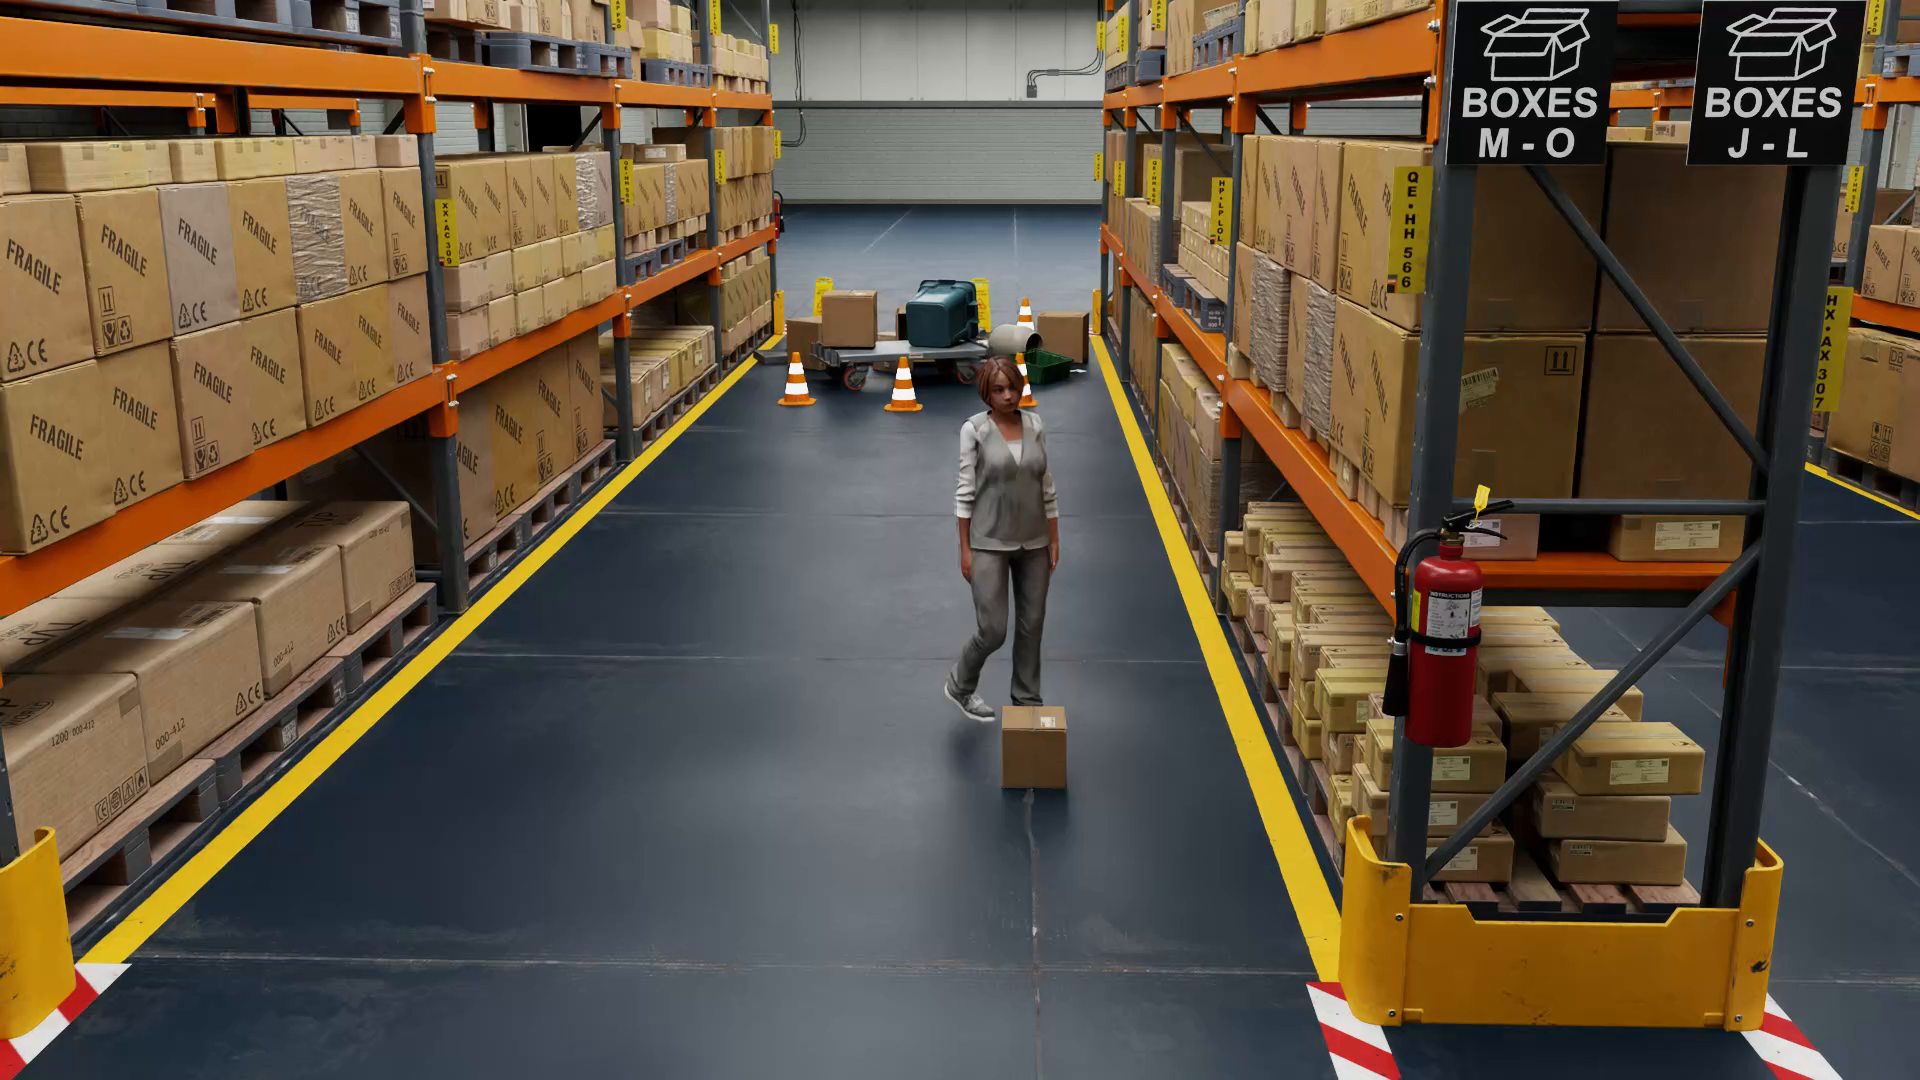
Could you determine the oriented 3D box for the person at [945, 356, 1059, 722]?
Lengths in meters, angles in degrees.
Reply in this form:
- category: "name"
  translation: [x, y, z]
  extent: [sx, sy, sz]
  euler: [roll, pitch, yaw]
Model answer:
- category: "person"
  translation: [0.198, 0.042, 6.849]
  extent: [0.422, 1.583, 0.469]
  euler: [-6, 16, -24]
